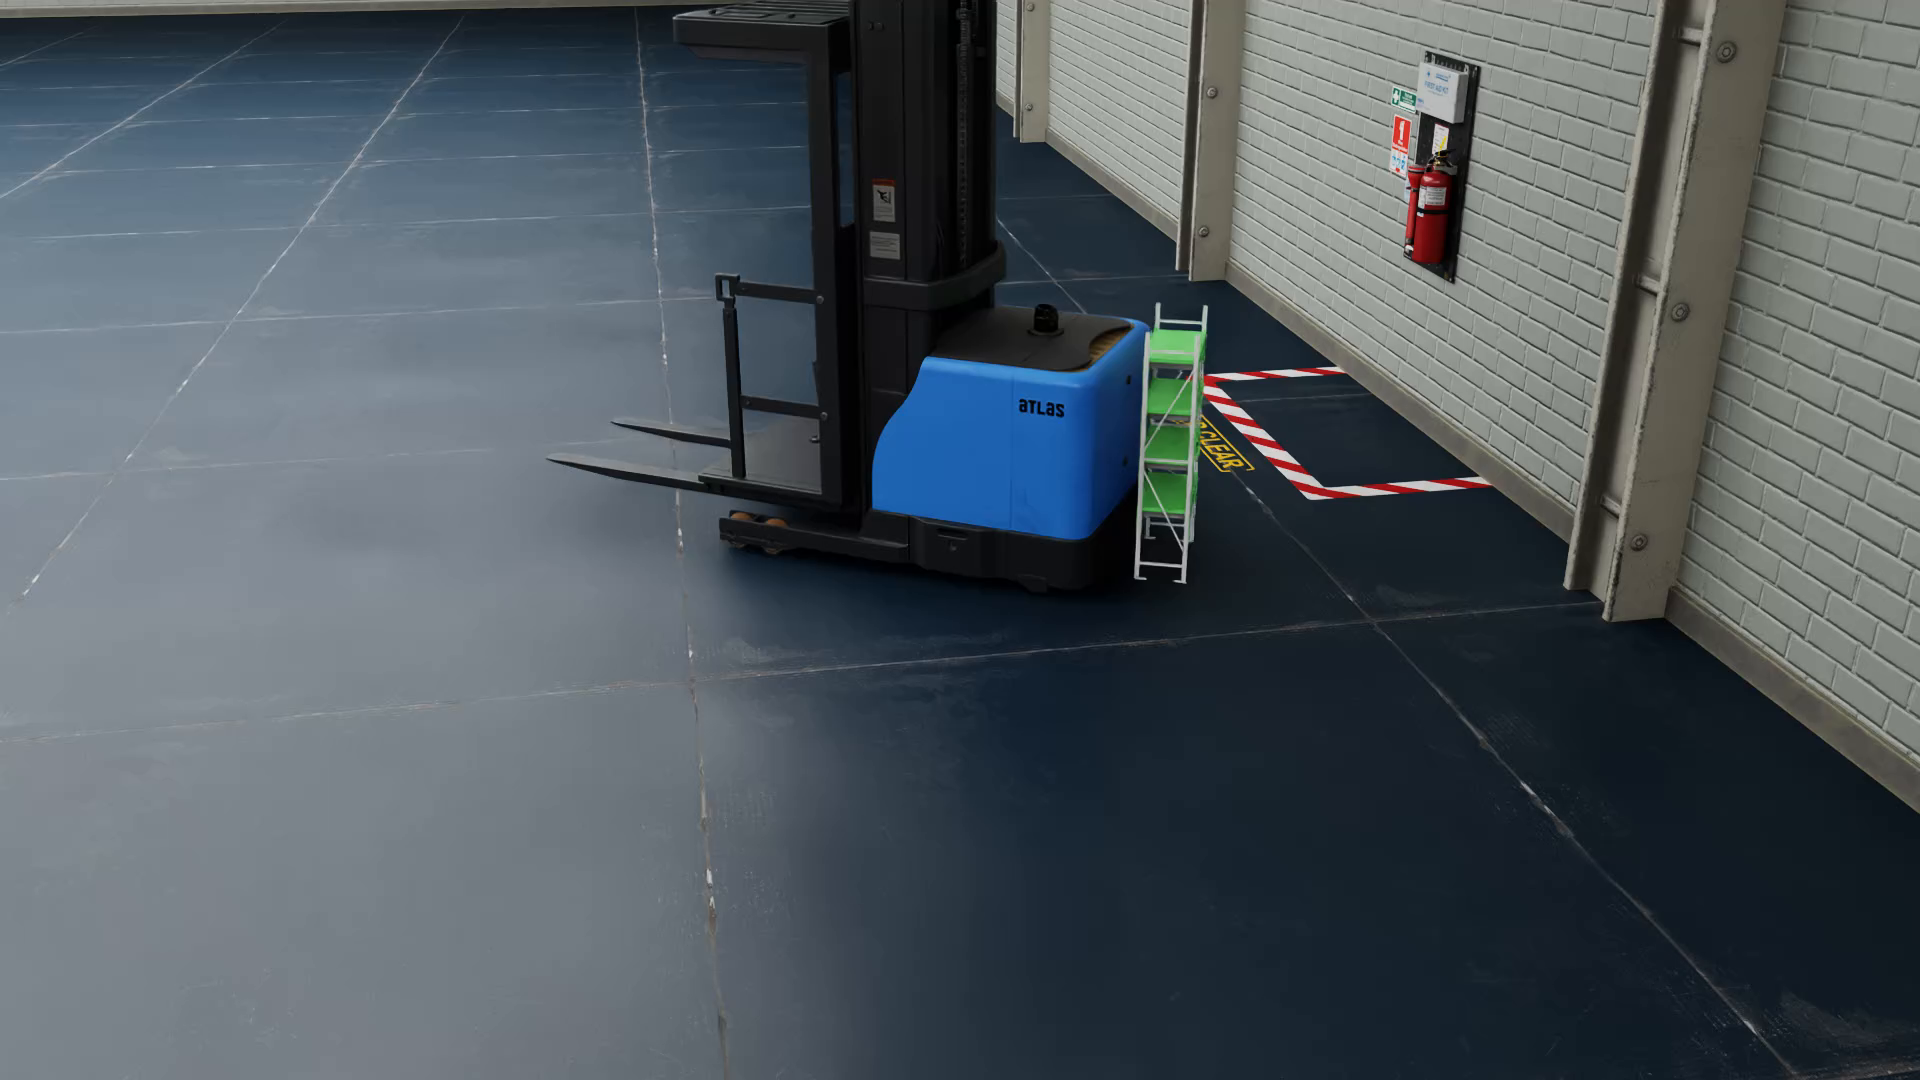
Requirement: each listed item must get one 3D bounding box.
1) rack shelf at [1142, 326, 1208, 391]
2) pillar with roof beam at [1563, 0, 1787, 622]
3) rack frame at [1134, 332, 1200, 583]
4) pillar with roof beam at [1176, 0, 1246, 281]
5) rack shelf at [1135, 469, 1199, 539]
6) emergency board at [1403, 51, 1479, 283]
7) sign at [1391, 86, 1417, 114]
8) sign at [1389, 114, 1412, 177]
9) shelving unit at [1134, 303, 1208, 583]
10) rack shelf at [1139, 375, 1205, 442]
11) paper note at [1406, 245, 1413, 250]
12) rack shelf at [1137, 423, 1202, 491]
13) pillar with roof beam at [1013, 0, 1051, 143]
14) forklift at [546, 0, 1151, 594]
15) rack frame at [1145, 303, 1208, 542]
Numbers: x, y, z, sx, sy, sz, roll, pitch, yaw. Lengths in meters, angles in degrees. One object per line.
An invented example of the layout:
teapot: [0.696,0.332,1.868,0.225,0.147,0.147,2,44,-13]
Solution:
rack shelf: [0.988,-0.836,7.624,0.258,0.148,0.480,5,24,11]
pillar with roof beam: [-1.227,-3.529,5.086,9.100,9.000,0.400,-4,24,-10]
rack frame: [0.939,-0.359,7.572,0.240,1.200,0.015,5,24,11]
pillar with roof beam: [-2.337,-5.889,10.490,9.100,9.000,0.400,-4,24,-10]
rack shelf: [0.988,-0.176,7.912,0.258,0.148,0.480,5,24,11]
emergency board: [2.584,-2.073,9.249,0.194,1.169,0.643,-4,24,-10]
sign: [2.575,-2.555,9.645,0.001,0.109,0.331,-4,24,-10]
sign: [2.583,-2.314,9.757,0.001,0.329,0.234,-4,24,-10]
shelving unit: [0.988,-0.454,7.791,0.258,1.200,0.503,5,24,11]
rack shelf: [0.988,-0.616,7.720,0.258,0.148,0.480,5,24,11]
paper note: [2.619,-1.744,9.596,0.016,0.148,0.142,-4,24,-10]
rack shelf: [0.988,-0.396,7.816,0.258,0.148,0.480,5,24,11]
pillar with roof beam: [-3.446,-8.249,15.894,9.100,9.000,0.400,-4,24,-10]
forklift: [-0.636,-1.462,7.936,3.031,2.935,1.130,9,25,20]
rack frame: [1.037,-0.550,8.010,0.240,1.200,0.015,5,24,11]
